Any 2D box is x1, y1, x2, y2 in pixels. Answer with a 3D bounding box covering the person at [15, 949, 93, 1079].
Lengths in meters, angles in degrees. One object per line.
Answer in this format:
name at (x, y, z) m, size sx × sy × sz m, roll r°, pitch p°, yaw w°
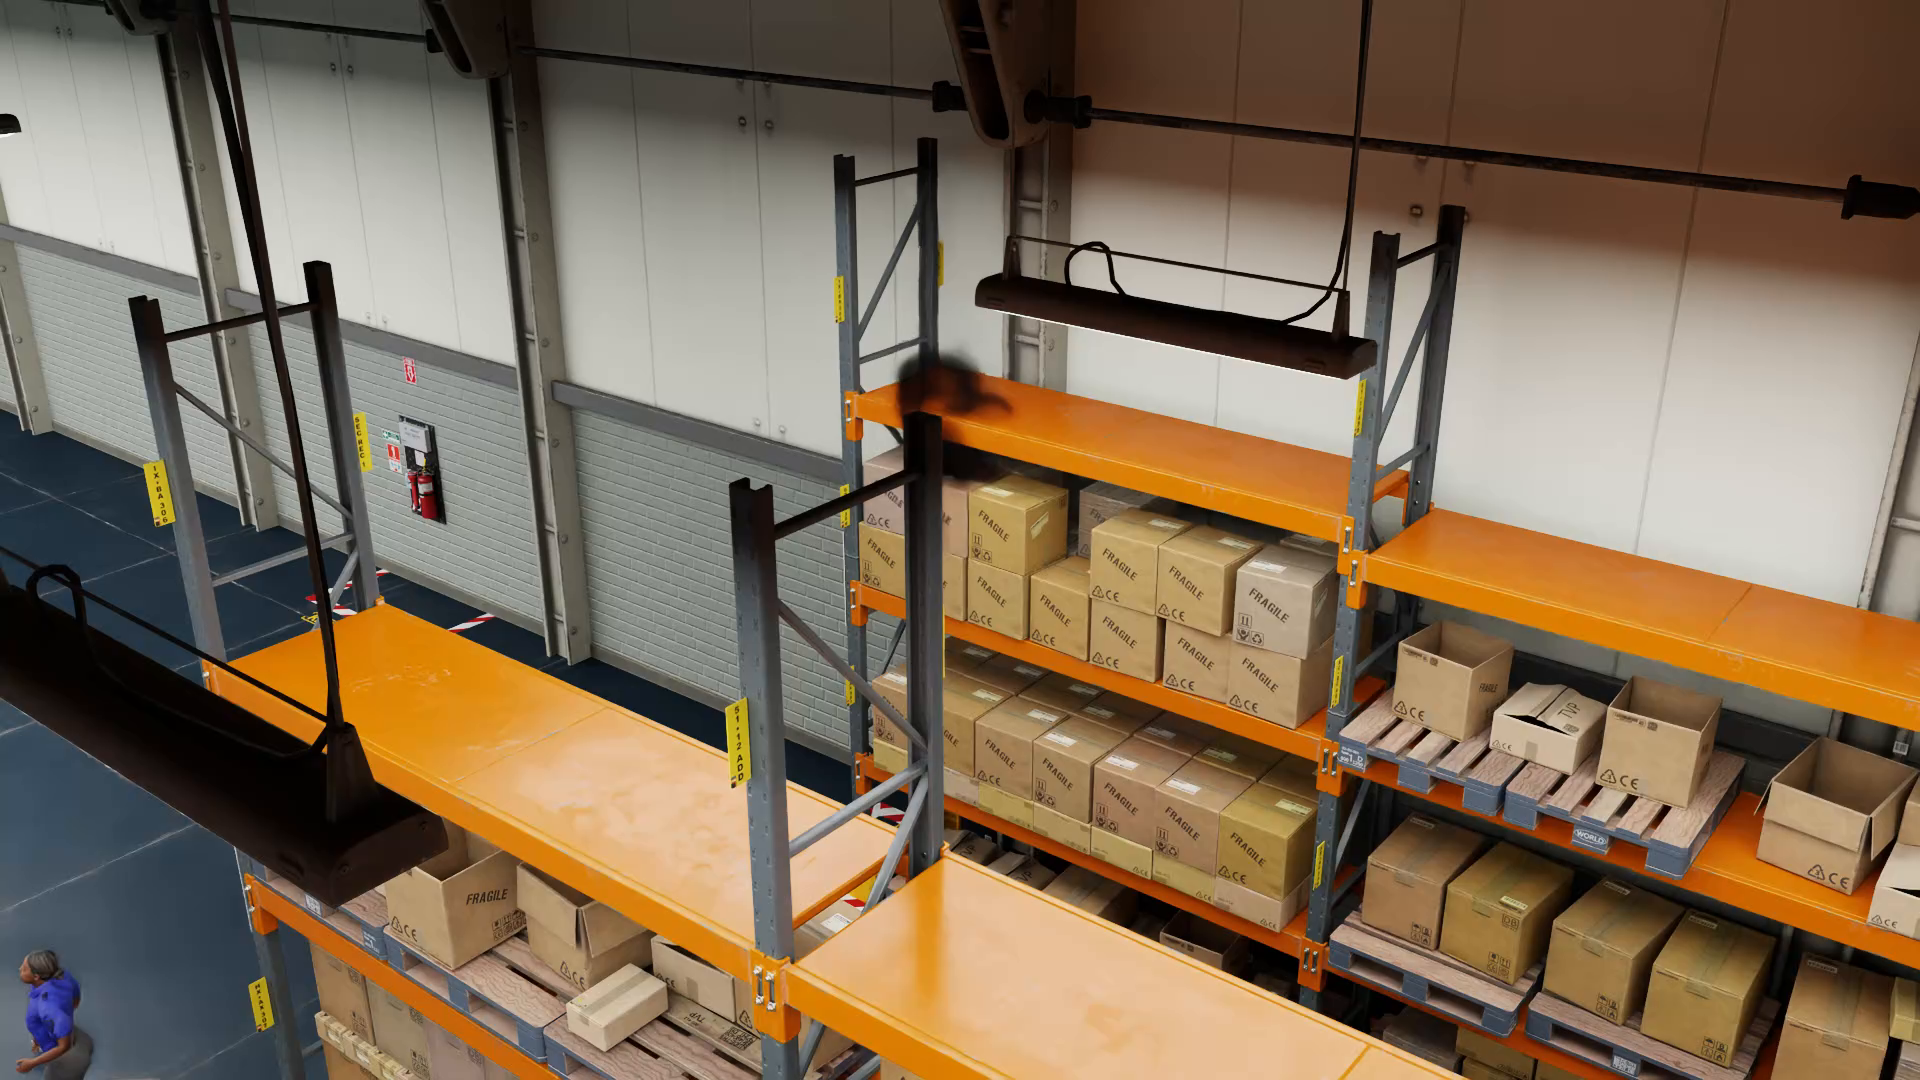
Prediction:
person at (-5.645, 3.299, 10.603) m, size 0.617 × 1.633 × 0.578 m, roll -9°, pitch 24°, yaw -20°
